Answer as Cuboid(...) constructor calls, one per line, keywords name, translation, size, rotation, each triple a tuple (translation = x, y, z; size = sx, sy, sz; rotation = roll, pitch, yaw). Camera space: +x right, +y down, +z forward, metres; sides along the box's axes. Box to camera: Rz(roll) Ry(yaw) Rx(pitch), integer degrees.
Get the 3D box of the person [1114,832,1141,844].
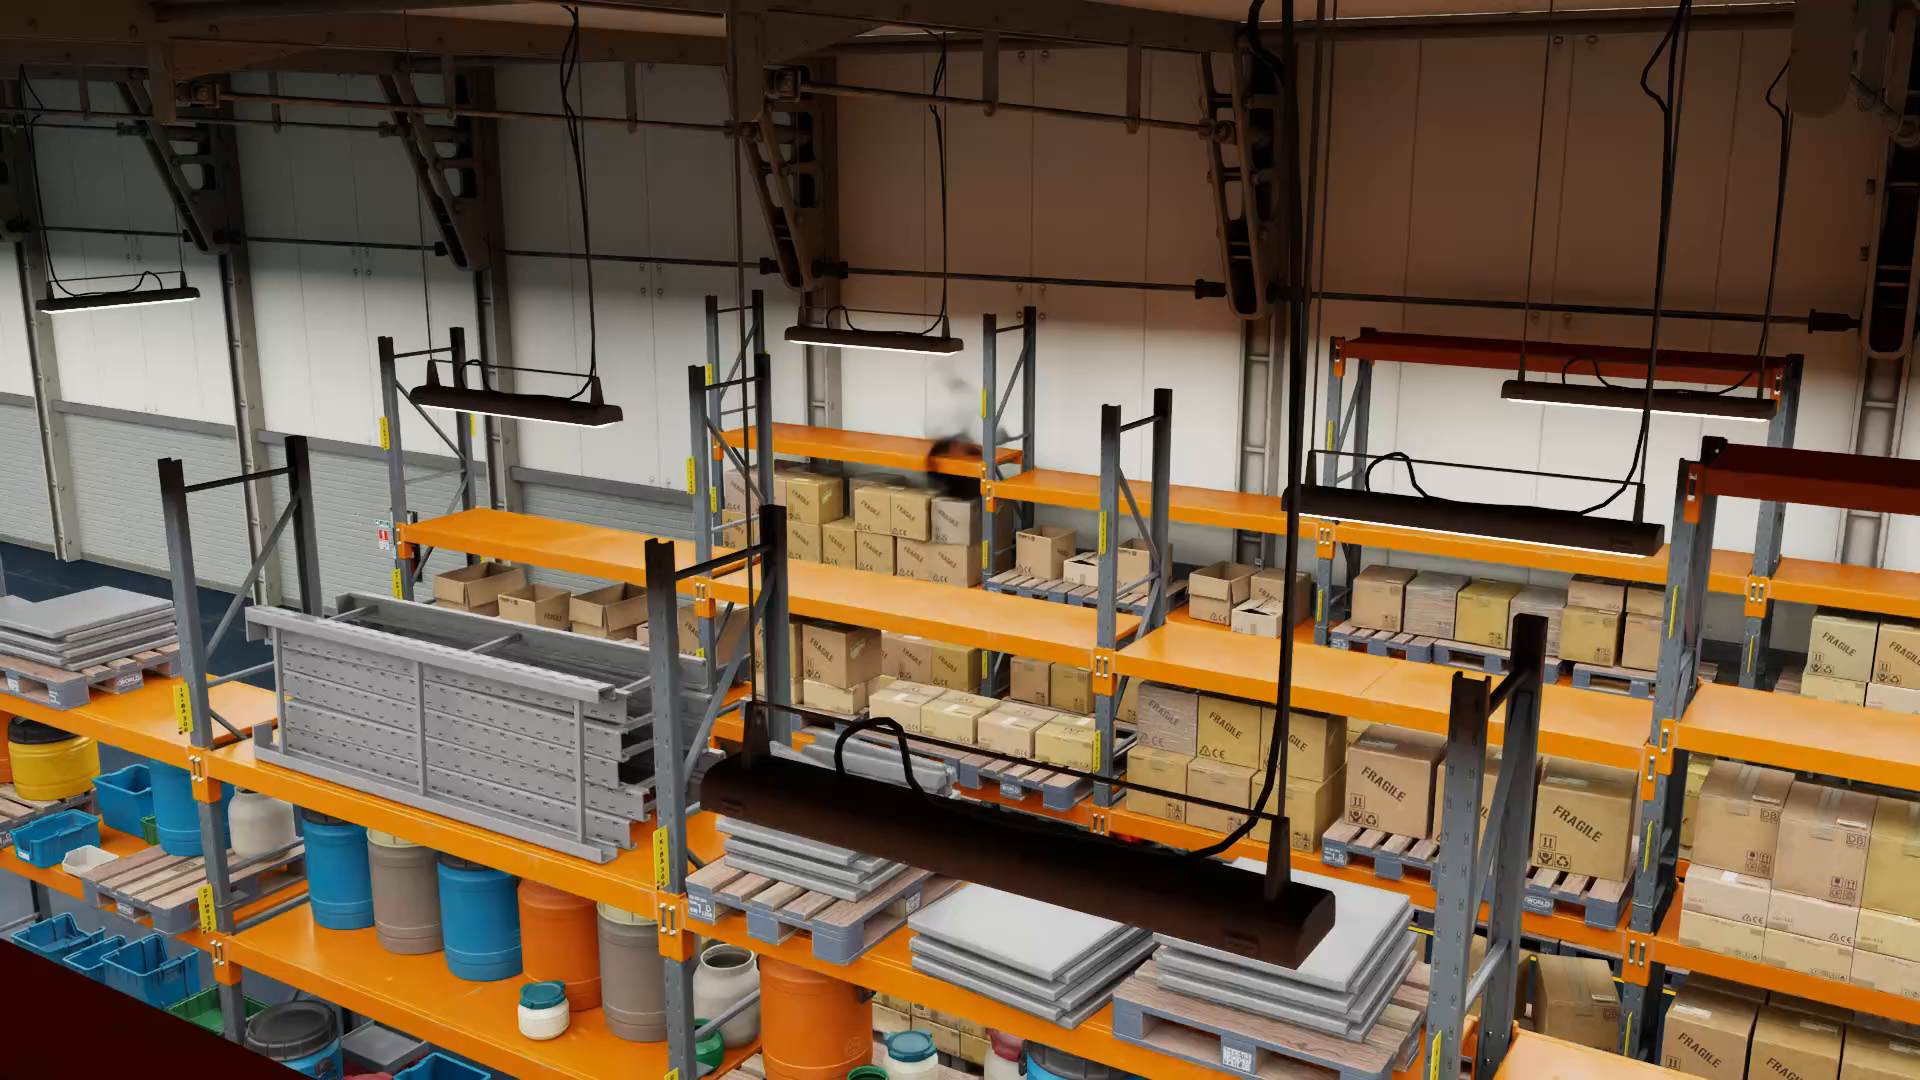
Cuboid(name="person", translation=(1.530, 3.368, 15.953), size=(0.974, 1.716, 0.662), rotation=(6, 15, 22))
